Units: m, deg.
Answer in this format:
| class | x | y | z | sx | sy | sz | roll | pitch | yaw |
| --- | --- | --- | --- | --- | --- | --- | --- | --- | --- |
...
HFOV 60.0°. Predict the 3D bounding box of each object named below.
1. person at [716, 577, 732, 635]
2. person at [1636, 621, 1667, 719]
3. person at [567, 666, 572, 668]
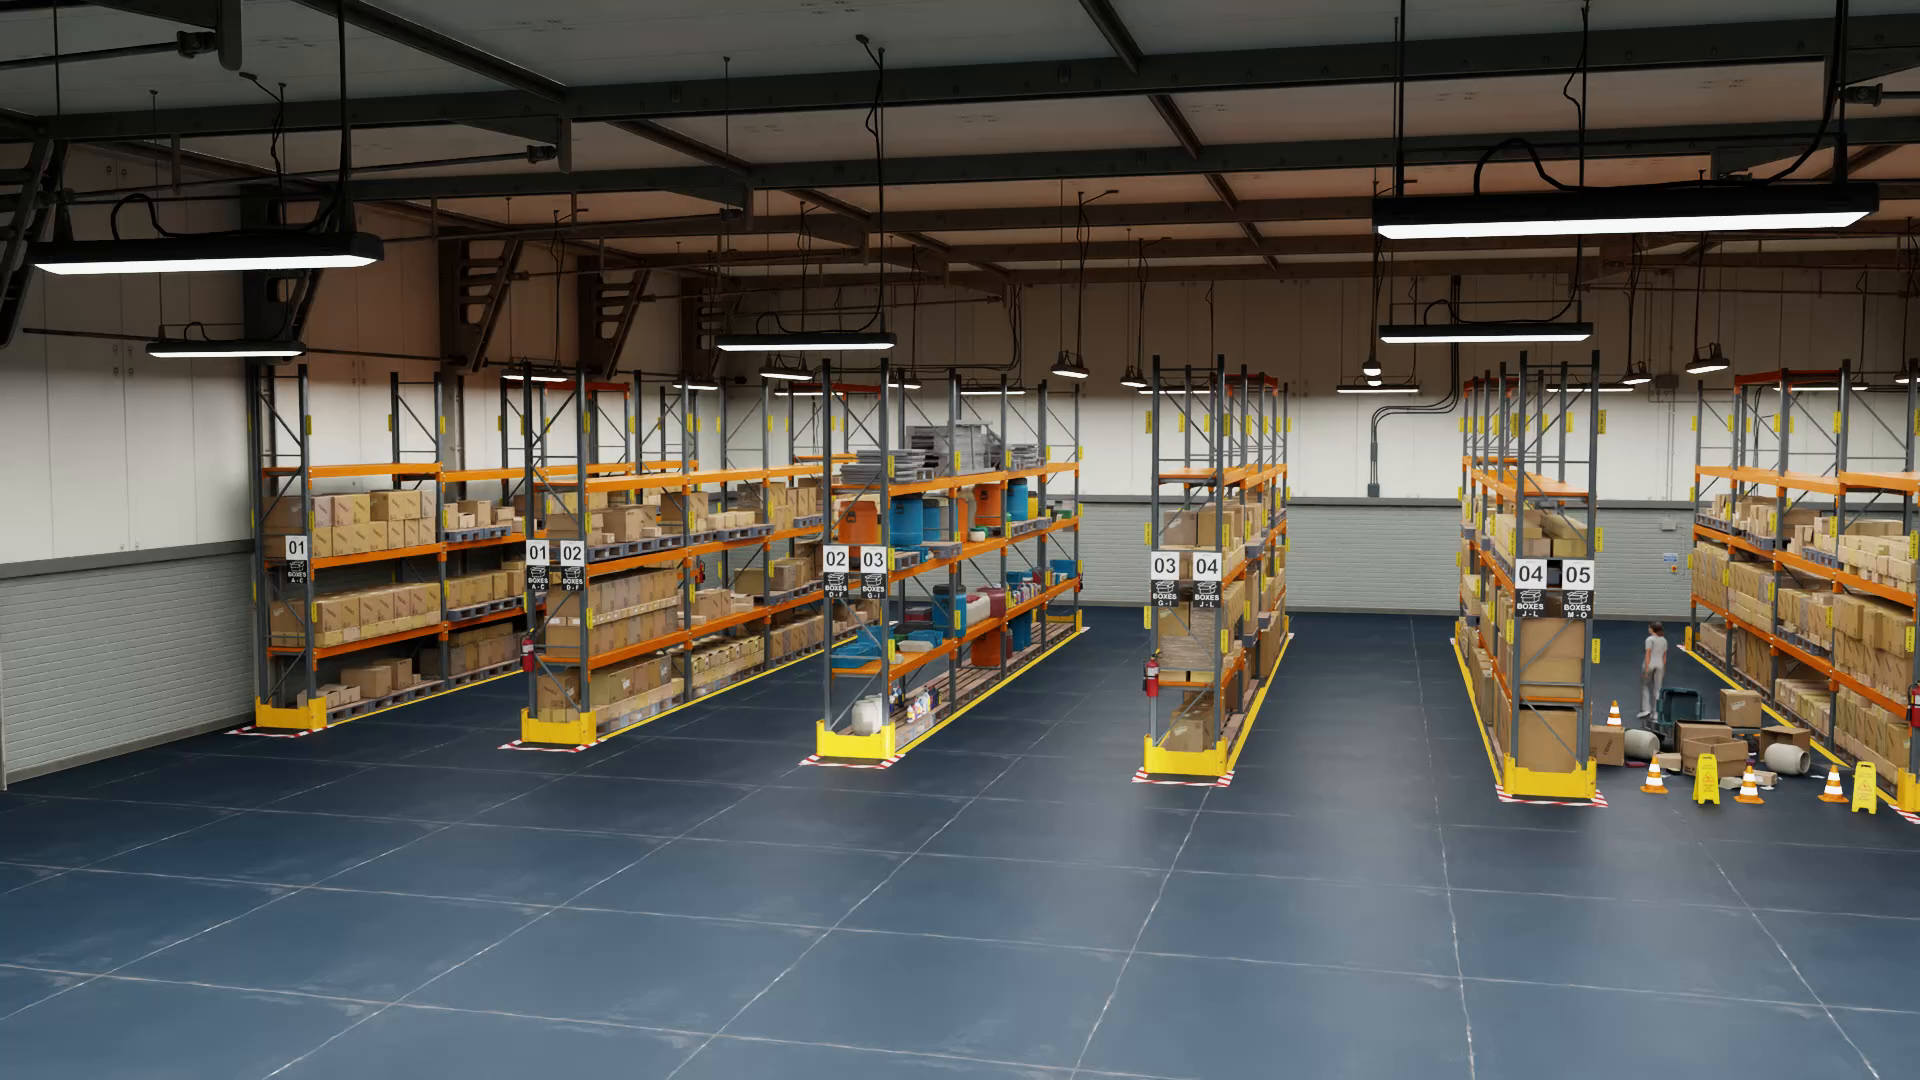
| class | x | y | z | sx | sy | sz | roll | pitch | yaw |
| --- | --- | --- | --- | --- | --- | --- | --- | --- | --- |
| person | -5.315 | 1.606 | 37.216 | 0.446 | 1.626 | 1.051 | 1 | 4 | 13 |
| person | 11.848 | 2.242 | 28.362 | 0.445 | 1.715 | 0.595 | 1 | 4 | 8 |
| person | -6.953 | 2.077 | 30.276 | 0.497 | 1.628 | 0.941 | 0 | 4 | 2 |
